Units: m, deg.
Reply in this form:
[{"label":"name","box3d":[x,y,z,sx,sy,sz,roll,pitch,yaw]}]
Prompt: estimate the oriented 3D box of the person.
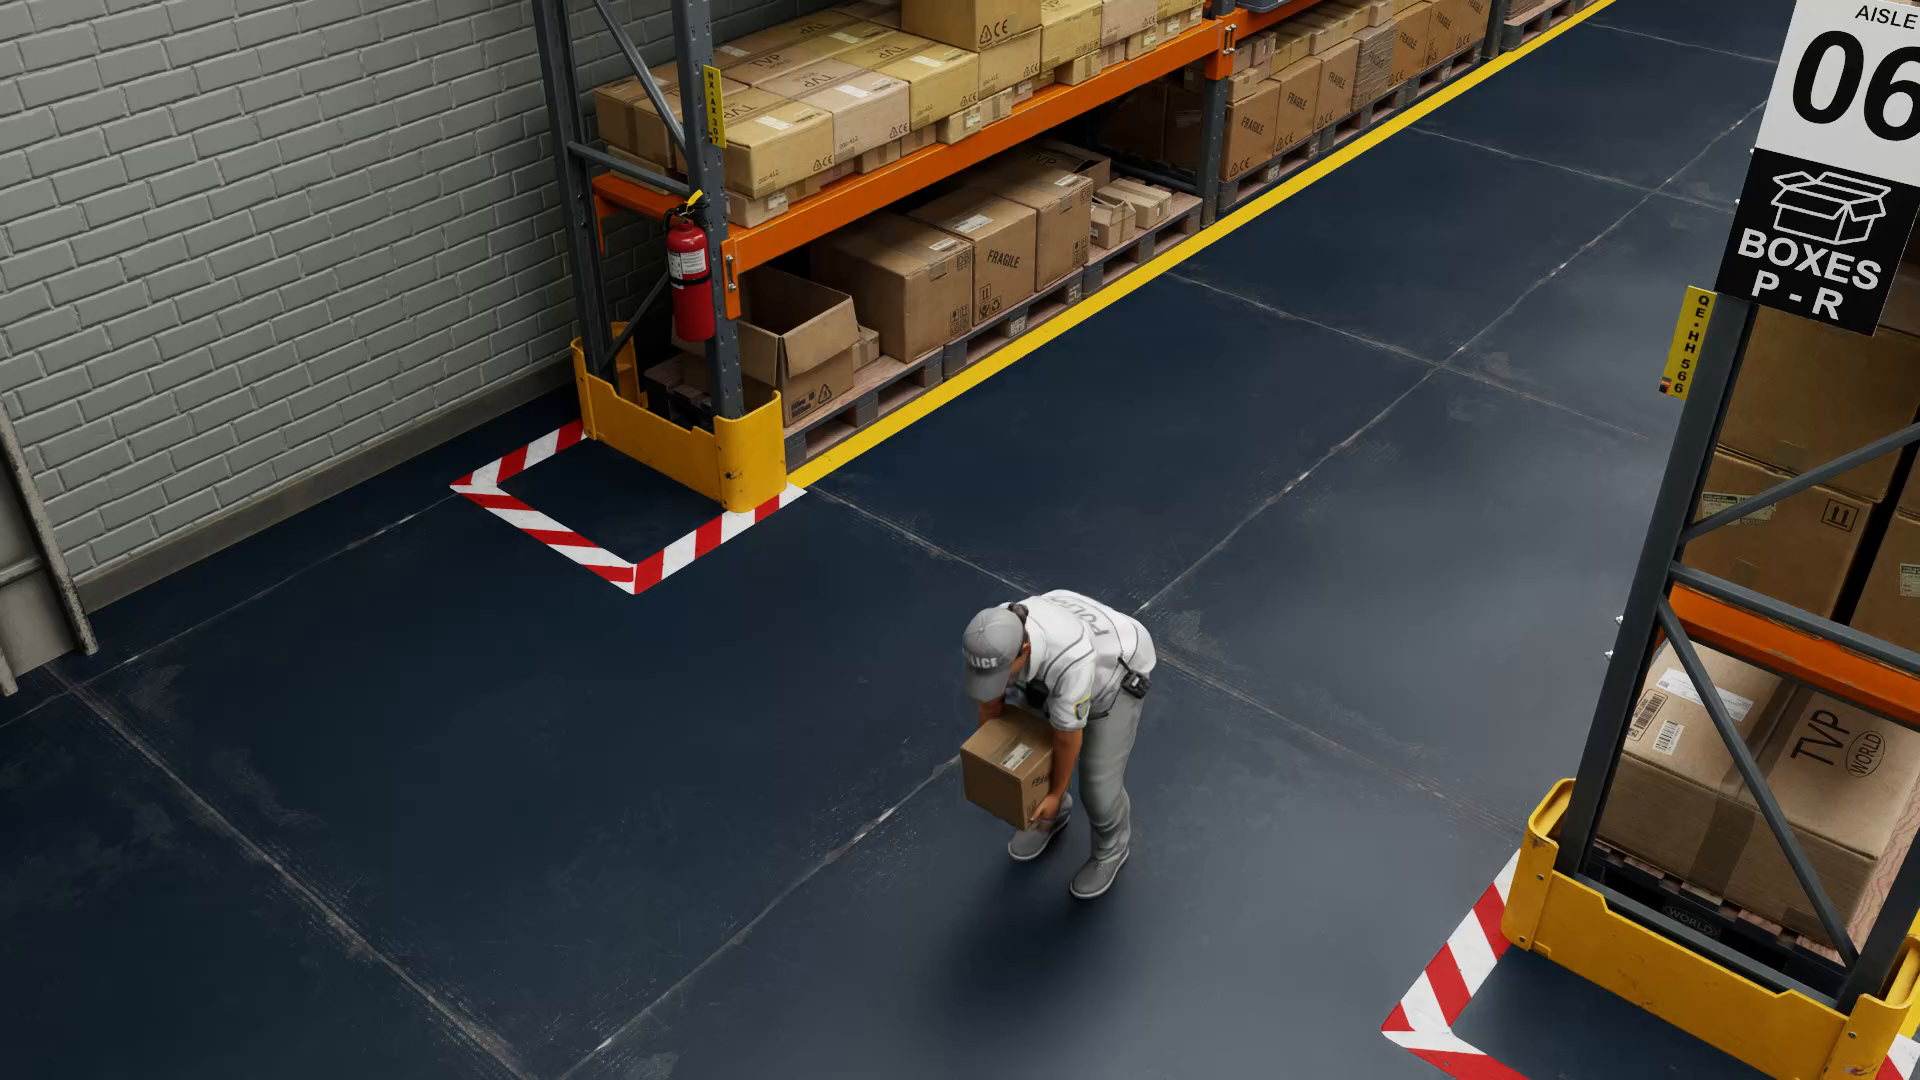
[{"label":"person","box3d":[0.276,0.654,5.463,0.457,1.390,0.826,25,42,31]}]
